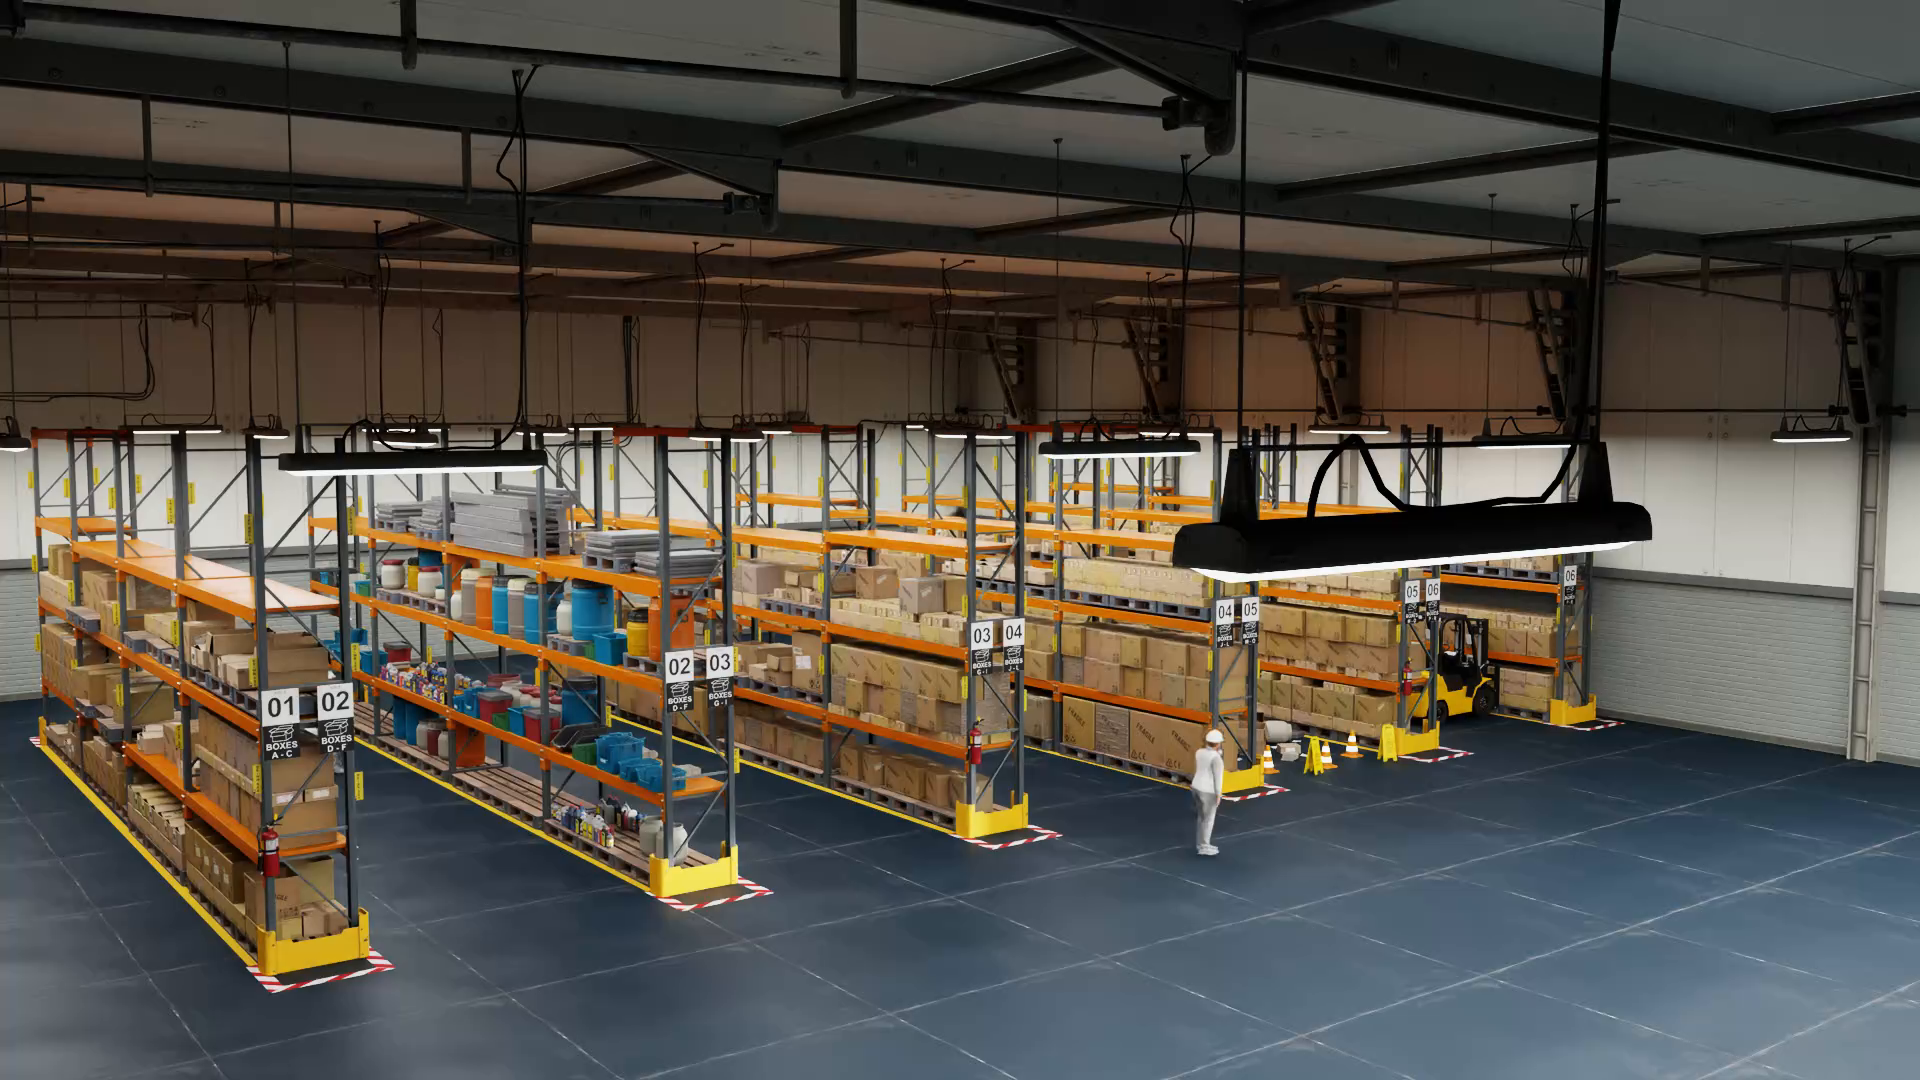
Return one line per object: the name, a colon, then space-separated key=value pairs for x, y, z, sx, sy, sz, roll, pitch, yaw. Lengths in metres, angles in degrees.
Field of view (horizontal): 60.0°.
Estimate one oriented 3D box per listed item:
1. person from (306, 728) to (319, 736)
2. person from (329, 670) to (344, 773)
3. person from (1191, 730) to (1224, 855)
person: x=-10.046 y=3.443 z=25.783 sx=0.558 sy=1.832 sz=0.669 roll=-1 pitch=5 yaw=-18
person: x=-10.895 y=3.179 z=29.001 sx=0.611 sy=1.833 sz=0.591 roll=-1 pitch=5 yaw=-7
person: x=3.558 y=3.589 z=23.716 sx=0.450 sy=1.780 sz=0.567 roll=-2 pitch=5 yaw=-25
